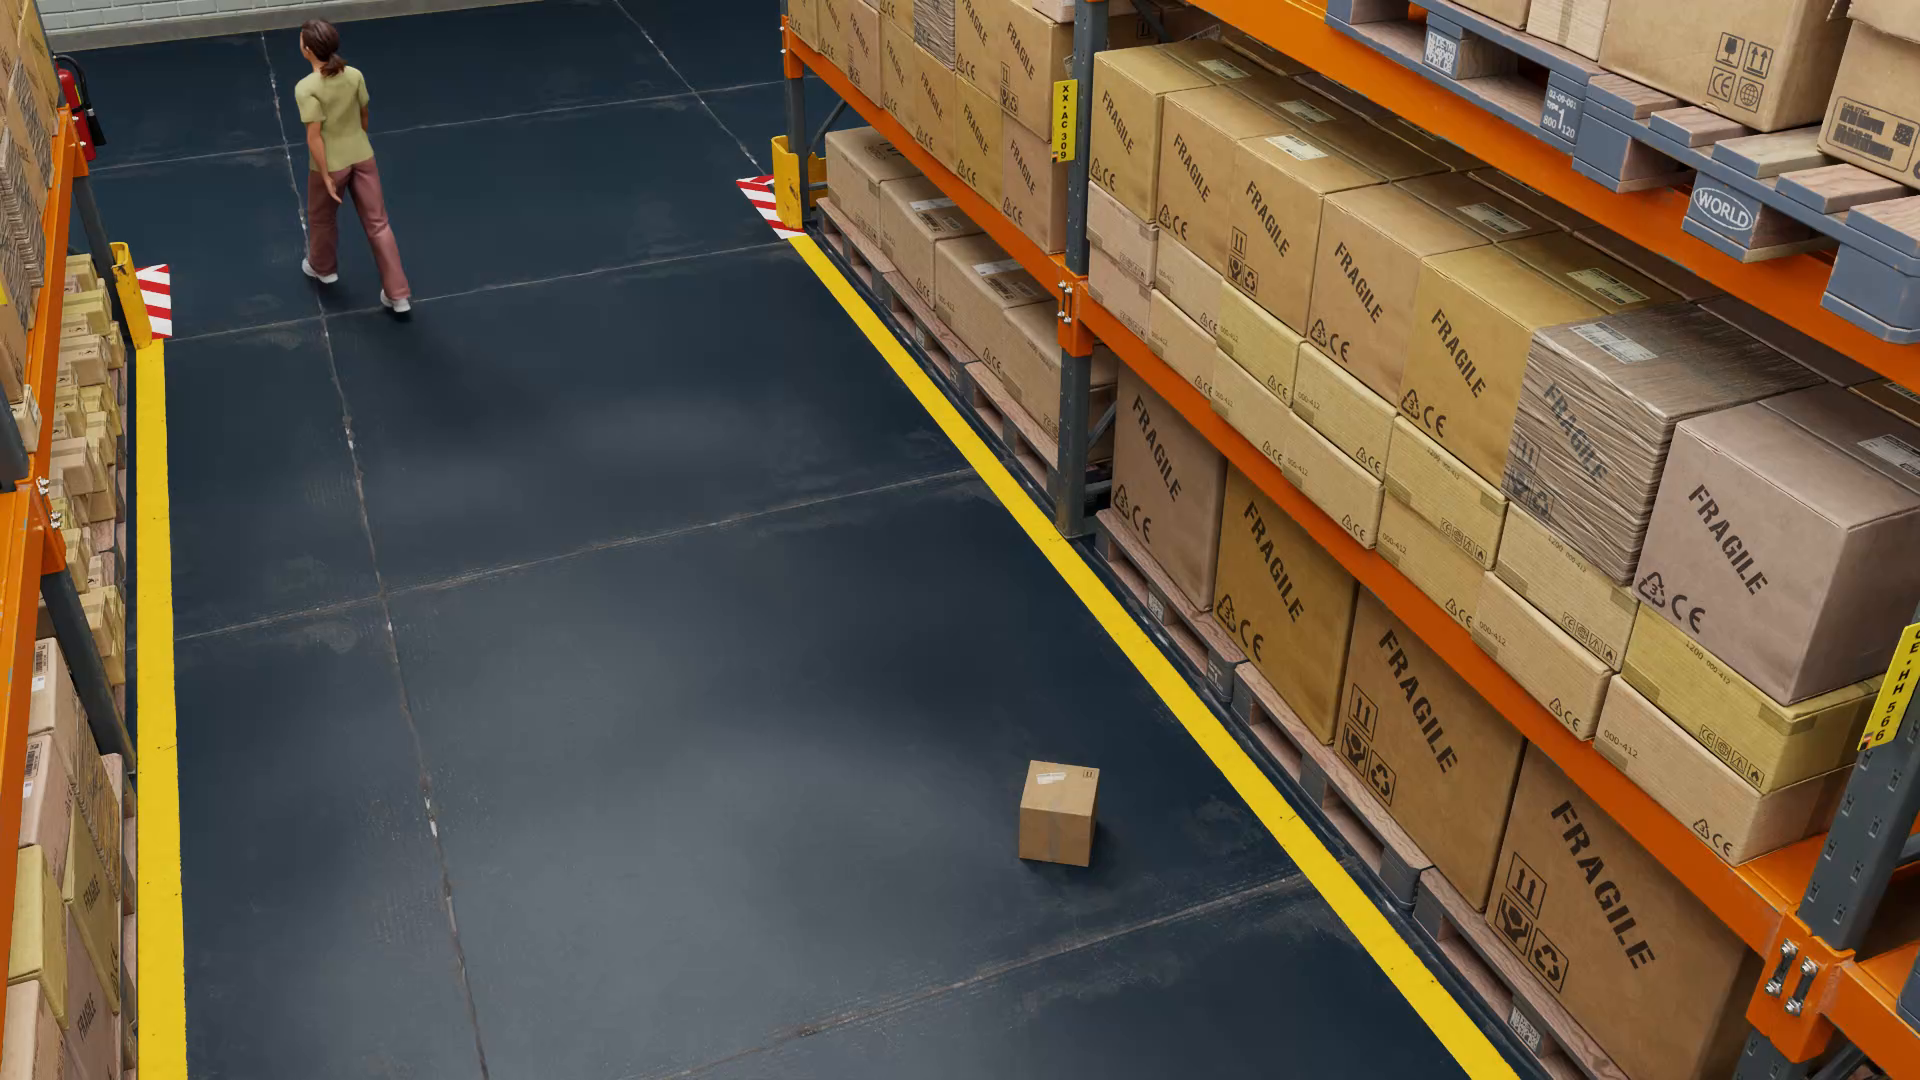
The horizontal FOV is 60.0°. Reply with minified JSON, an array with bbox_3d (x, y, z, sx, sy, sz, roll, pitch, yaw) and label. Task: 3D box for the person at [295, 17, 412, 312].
[{"bbox_3d":[-3.508,-2.148,9.357,0.444,1.612,0.992,-27,42,-34],"label":"person"}]
